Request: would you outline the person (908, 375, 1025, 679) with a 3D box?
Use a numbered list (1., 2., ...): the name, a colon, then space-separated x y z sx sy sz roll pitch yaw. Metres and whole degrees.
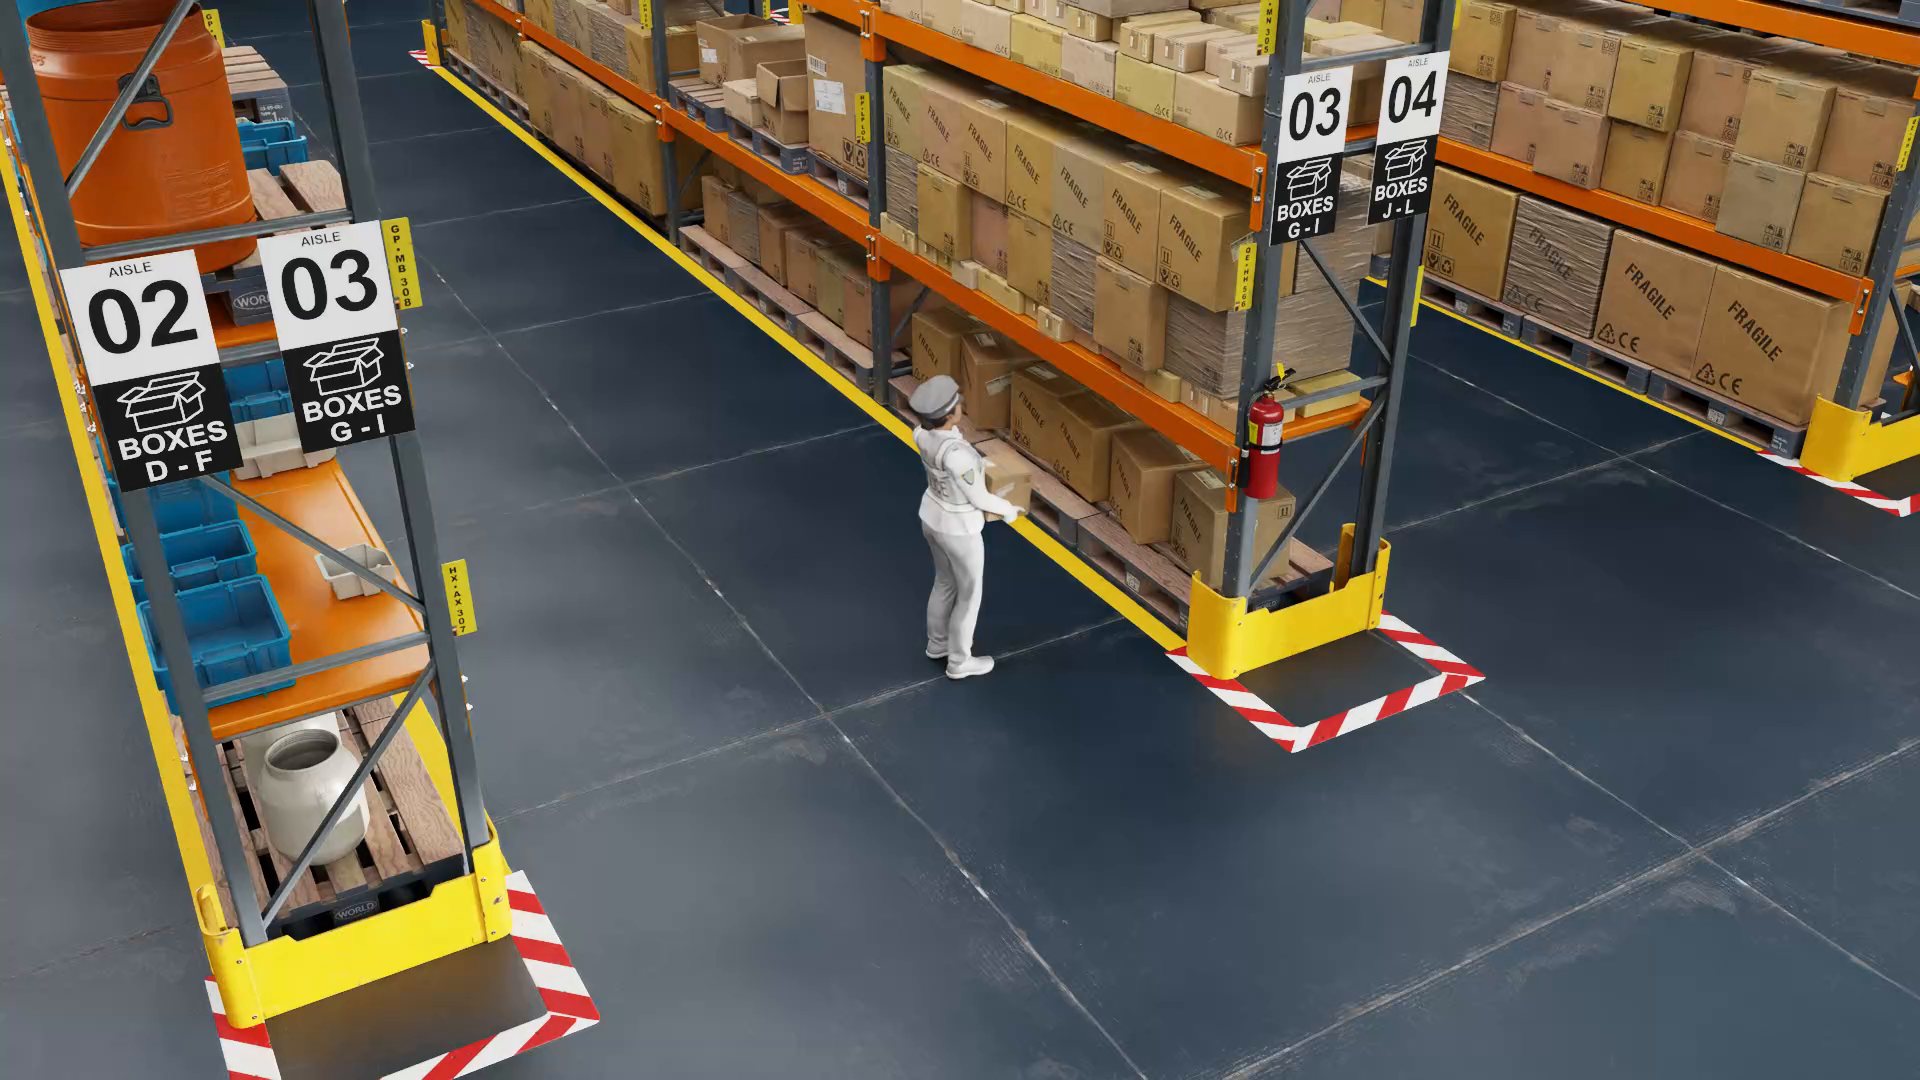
1. person: 0.024 -0.086 8.682 0.563 1.686 0.460 -16 33 -26
